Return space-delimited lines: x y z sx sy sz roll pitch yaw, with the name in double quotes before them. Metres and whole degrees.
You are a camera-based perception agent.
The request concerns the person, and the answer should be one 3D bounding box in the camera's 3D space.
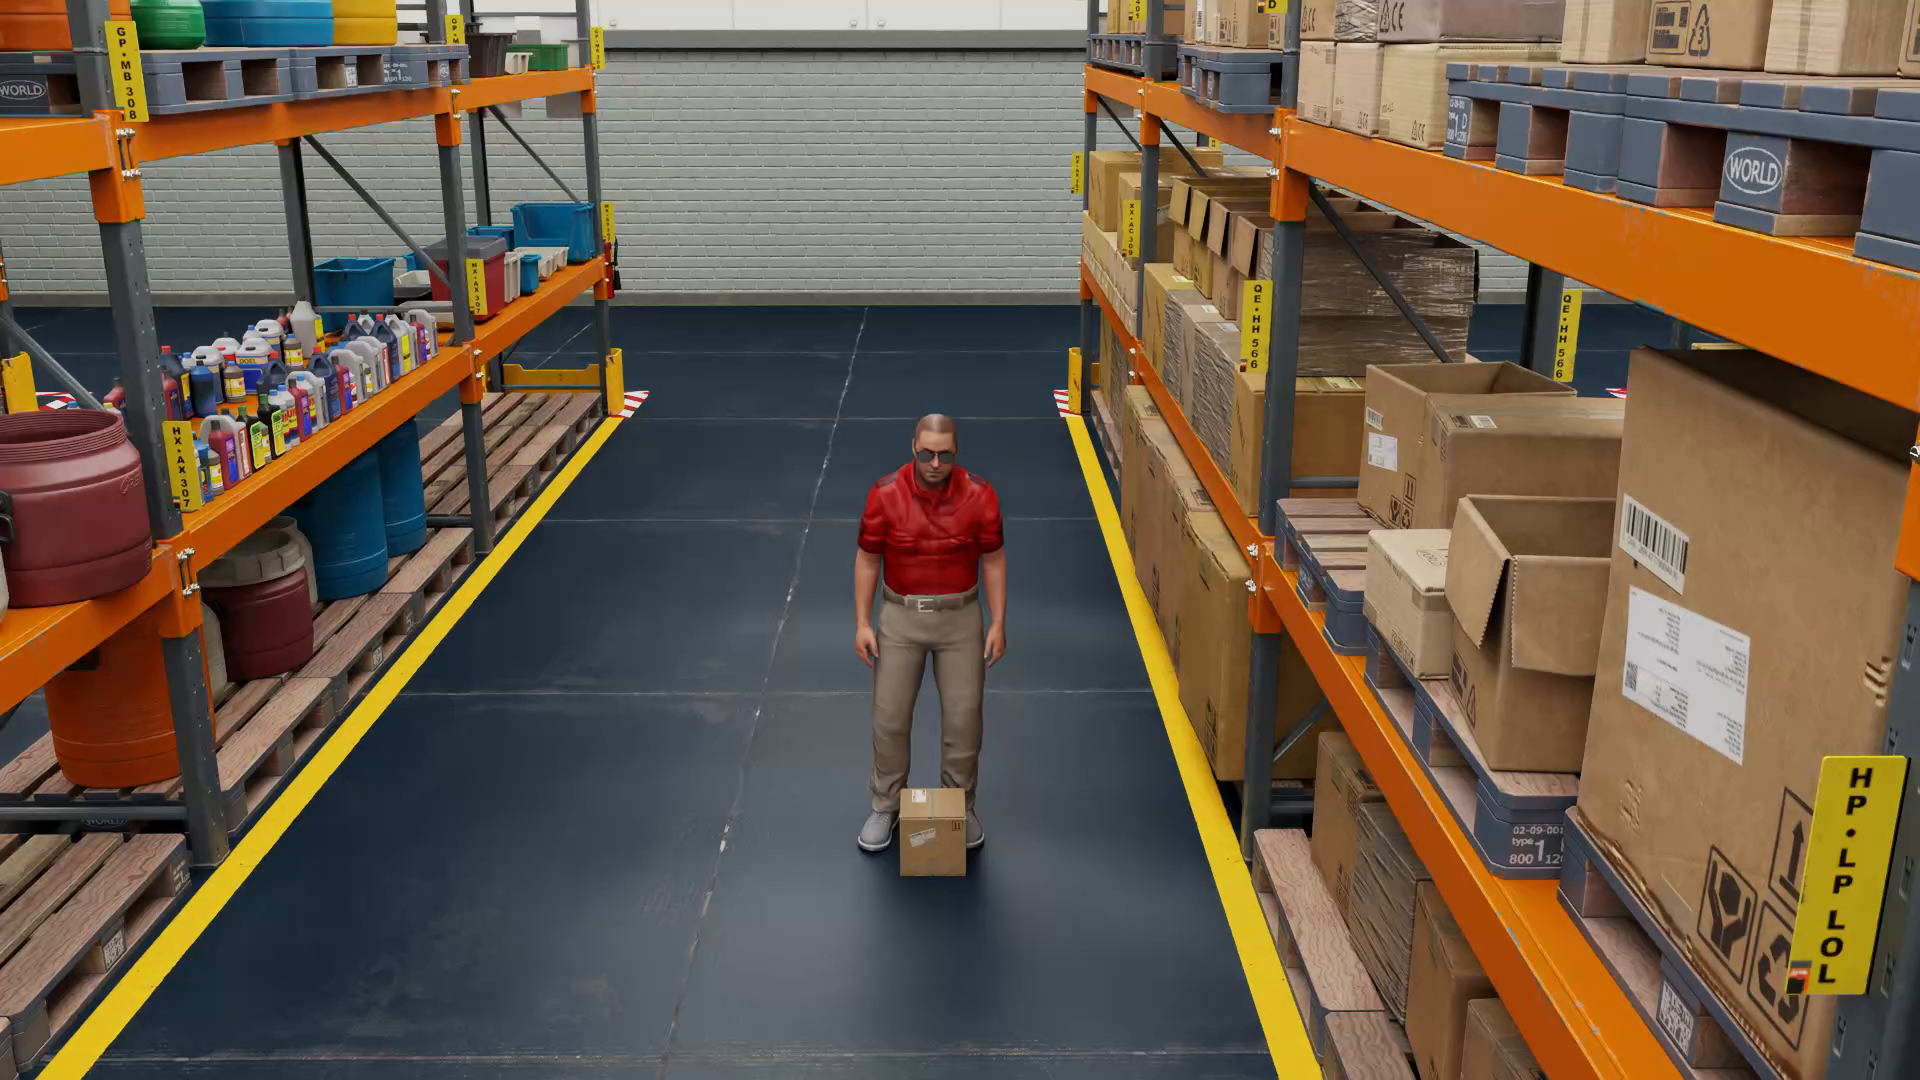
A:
"person" -0.114 0.345 6.440 0.588 1.726 0.389 0 17 -1
